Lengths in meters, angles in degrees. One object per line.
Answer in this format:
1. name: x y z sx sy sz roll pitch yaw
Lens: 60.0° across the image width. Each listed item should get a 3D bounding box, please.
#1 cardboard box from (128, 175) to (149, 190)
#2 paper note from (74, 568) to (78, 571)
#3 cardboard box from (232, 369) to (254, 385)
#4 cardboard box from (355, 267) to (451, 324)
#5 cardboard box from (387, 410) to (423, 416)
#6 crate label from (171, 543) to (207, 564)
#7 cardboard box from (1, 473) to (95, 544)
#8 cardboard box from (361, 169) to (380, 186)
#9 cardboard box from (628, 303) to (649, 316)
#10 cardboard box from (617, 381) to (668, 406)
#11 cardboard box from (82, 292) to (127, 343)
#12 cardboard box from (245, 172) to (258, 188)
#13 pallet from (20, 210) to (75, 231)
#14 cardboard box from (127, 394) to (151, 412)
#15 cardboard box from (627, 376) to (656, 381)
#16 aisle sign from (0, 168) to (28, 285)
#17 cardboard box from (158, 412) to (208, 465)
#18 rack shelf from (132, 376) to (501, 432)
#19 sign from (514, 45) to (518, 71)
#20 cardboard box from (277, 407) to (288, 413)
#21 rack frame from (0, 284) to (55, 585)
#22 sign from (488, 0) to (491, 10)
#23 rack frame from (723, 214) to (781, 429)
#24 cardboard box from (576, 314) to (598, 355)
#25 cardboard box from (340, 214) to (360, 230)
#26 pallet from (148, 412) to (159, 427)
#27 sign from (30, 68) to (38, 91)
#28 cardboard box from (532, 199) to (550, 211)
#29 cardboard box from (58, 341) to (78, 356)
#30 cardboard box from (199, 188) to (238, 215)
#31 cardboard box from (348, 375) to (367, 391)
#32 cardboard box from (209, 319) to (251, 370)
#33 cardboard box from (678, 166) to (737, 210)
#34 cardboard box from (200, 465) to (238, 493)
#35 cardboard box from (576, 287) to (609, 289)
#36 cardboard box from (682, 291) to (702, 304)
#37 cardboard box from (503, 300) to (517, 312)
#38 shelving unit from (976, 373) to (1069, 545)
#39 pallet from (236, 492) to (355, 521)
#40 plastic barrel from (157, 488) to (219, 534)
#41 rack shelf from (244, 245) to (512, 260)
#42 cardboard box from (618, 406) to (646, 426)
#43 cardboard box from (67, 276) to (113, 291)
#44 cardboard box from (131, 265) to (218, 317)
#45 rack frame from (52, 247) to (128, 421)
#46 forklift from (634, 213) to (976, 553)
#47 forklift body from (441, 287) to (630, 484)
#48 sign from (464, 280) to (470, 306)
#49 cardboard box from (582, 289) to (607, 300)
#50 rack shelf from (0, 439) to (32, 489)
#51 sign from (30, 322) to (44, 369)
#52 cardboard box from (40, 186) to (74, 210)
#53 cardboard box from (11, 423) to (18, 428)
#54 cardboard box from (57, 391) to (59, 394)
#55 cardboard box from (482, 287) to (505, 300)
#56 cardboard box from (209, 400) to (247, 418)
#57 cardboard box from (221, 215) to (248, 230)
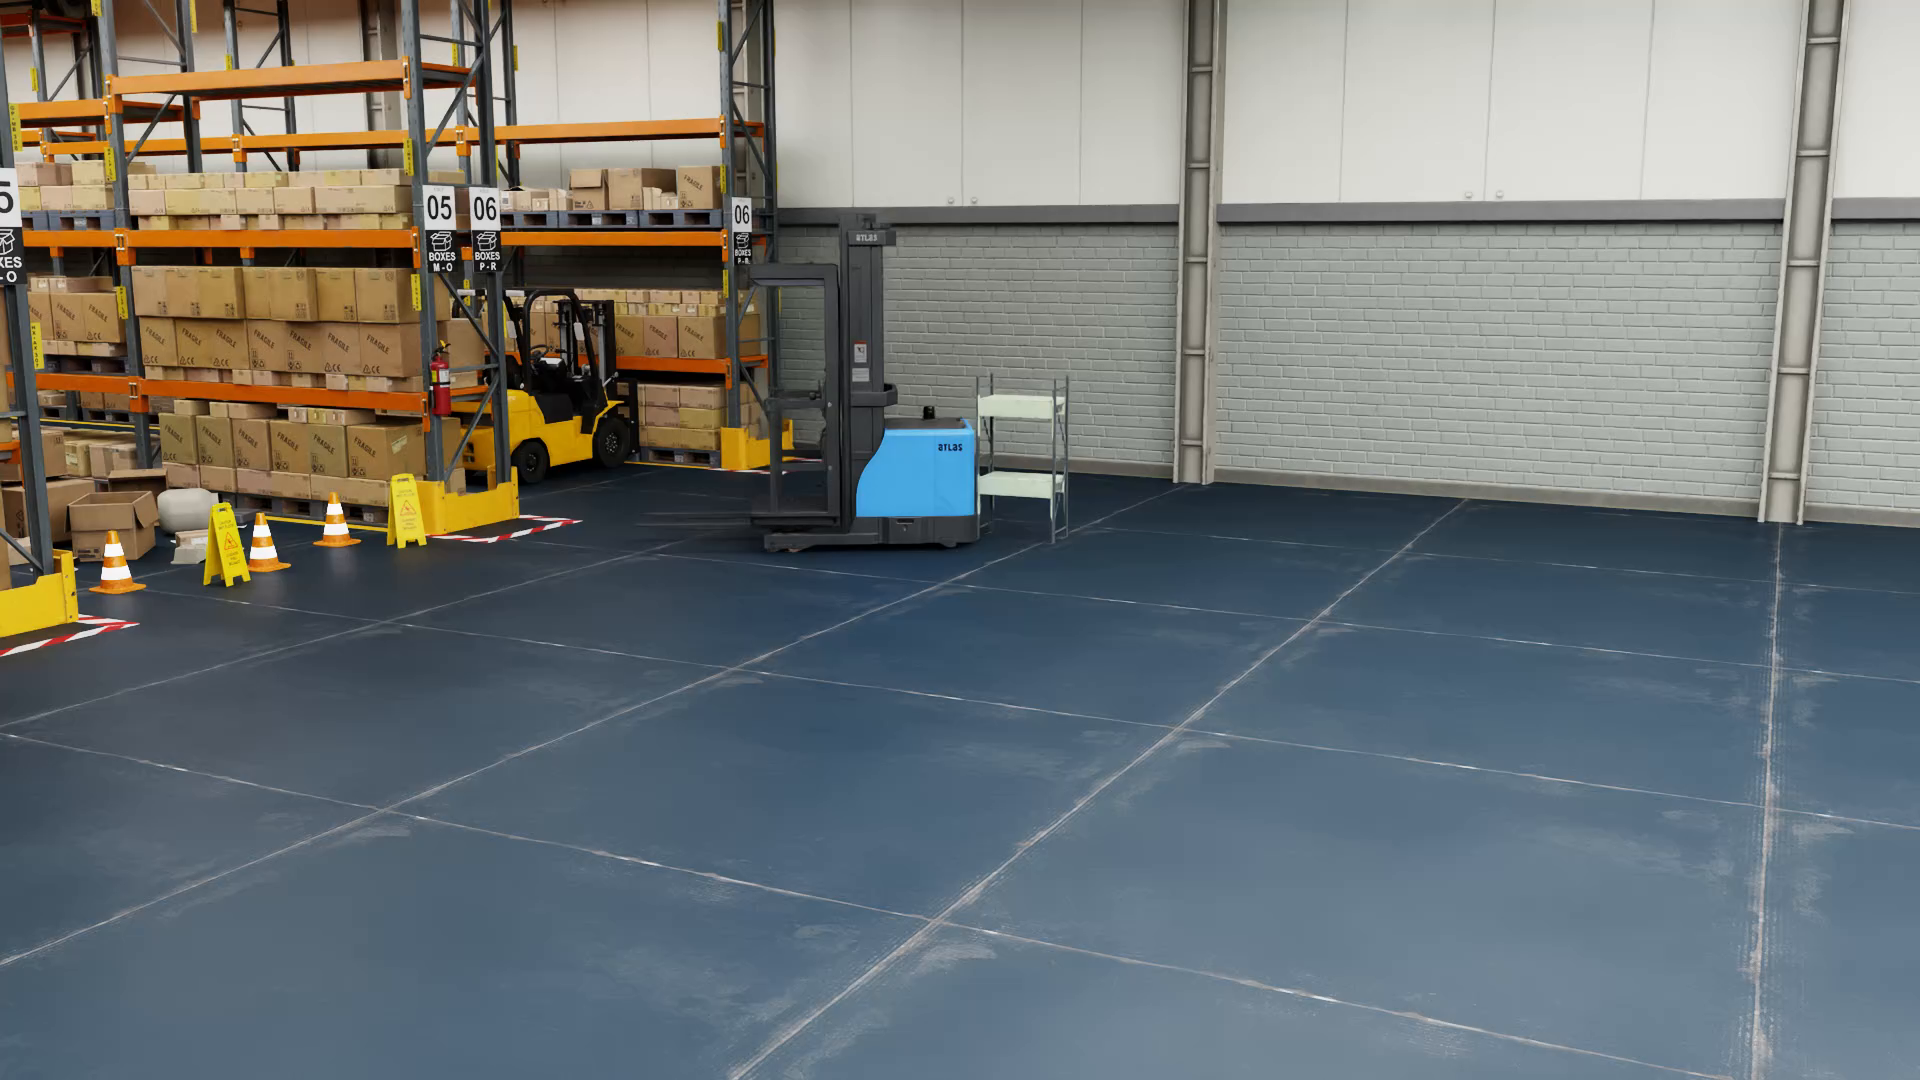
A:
1. cardboard box: -8.141 -3.601 16.771 0.250 0.149 0.380 5 11 25
2. paper note: -7.409 0.250 13.785 0.144 0.017 0.142 -10 14 -43
3. cardboard box: -6.995 -1.632 16.548 0.250 0.149 0.380 5 11 26
4. cardboard box: -5.247 -2.311 15.675 0.500 0.500 0.700 5 11 24
5. cardboard box: -7.251 -1.867 22.629 0.625 0.625 0.875 5 11 25
6. crate label: -6.567 0.114 14.234 0.298 0.136 0.250 -1 10 -4
7. cardboard box: -8.230 -0.263 14.911 0.503 0.637 0.797 5 11 26
8. cardboard box: -5.340 -3.369 15.487 0.250 0.149 0.380 5 12 27
9. cardboard box: -3.859 -2.843 20.433 0.250 0.149 0.380 5 11 24
10. cardboard box: -3.967 -1.821 20.624 0.500 0.250 0.500 5 11 27
11. cardboard box: -8.795 -2.336 17.437 0.500 0.500 0.500 5 11 25
12. cardboard box: -6.710 -3.492 16.167 0.250 0.149 0.380 5 12 27
13. pallet: -9.717 -3.464 18.073 1.003 0.211 1.213 5 11 26
14. cardboard box: -11.999 -2.179 24.708 0.500 0.500 0.500 5 11 24
15. cardboard box: -4.196 -1.947 21.317 0.500 0.250 0.500 5 11 25
16. aisle sign: -6.595 -2.141 11.360 0.004 0.787 0.394 5 11 26
17. cardboard box: -7.869 -1.067 17.157 0.500 0.500 0.500 6 12 29
18. rack shelf: -6.485 -1.422 16.705 4.000 0.370 1.077 5 11 26
19. sign: -5.819 -6.303 21.741 0.005 0.325 0.100 5 11 26
20. cardboard box: -7.173 -1.113 17.412 0.500 0.500 0.500 5 12 27
21. rack frame: -6.792 -0.820 11.358 0.127 3.000 1.000 5 11 26
22. sign: -4.452 -5.156 15.624 0.005 0.325 0.100 5 11 26
23. rack frame: -2.499 -2.412 20.152 0.127 3.000 1.000 5 11 26
24. cardboard box: -4.433 -2.578 20.791 0.500 0.500 0.500 5 11 26
25. cardboard box: -5.597 -2.995 15.659 0.250 0.149 0.380 5 12 28
26. pallet: -11.416 -1.831 24.774 1.213 0.211 1.003 5 11 26
27. sign: -13.517 -6.723 24.281 0.005 0.325 0.100 5 11 26
28. cardboard box: -5.129 -4.191 20.804 0.250 0.149 0.380 5 12 28
29. cardboard box: -9.338 -2.051 17.688 0.250 0.149 0.380 5 11 25
30. cardboard box: -7.096 -3.323 16.352 0.500 0.250 0.500 5 11 26
31. cardboard box: -5.619 -1.516 15.909 0.250 0.149 0.380 5 11 25
32. cardboard box: -7.103 -1.973 16.610 0.500 0.500 0.500 5 11 25
33. cardboard box: -3.004 -4.189 19.807 0.500 0.500 0.500 5 12 28
34. cardboard box: -7.386 -0.657 17.001 0.500 0.250 0.500 6 12 29
35. cardboard box: -4.740 -3.186 21.494 0.250 0.149 0.380 5 11 25
36. cardboard box: -3.148 -2.935 20.109 0.250 0.149 0.380 5 11 26
37. cardboard box: -5.684 -3.008 21.344 0.250 0.149 0.380 5 12 27
38. shelving unit: 0.568 -0.750 15.182 0.755 1.500 0.431 4 11 21
39. pallet: -6.563 -0.418 16.969 1.213 0.211 1.003 5 11 26
40. plastic barrel: -7.214 -0.272 15.563 0.512 0.421 0.421 -4 11 -23
41. rack shelf: -7.880 -4.006 22.561 4.000 0.370 1.077 5 11 26
42. cardboard box: -3.991 -1.578 20.685 0.500 0.250 0.500 5 11 25
43. cardboard box: -9.564 -2.818 18.280 0.250 0.149 0.380 6 12 29
44. cardboard box: -7.980 -2.552 17.004 0.500 0.500 0.700 5 11 25
45. rack frame: -13.260 -3.357 25.377 0.127 3.000 1.000 5 11 26
46. forklift: -1.395 -1.428 14.910 3.031 2.935 1.130 -1 10 -3
47. forklift body: -5.007 -1.852 19.443 1.214 2.155 2.313 5 11 26
48. sign: -6.317 -3.170 21.314 0.005 0.325 0.100 5 11 26
49. cardboard box: -4.510 -3.063 20.816 0.250 0.149 0.380 5 11 26
50. rack shelf: -8.585 -0.624 12.293 4.000 0.370 1.077 5 11 26
51. sign: -6.541 -1.373 11.761 0.005 0.325 0.100 5 11 26
52. cardboard box: -9.319 -3.606 17.572 0.500 0.250 0.500 5 11 27
53. cardboard box: -11.364 -1.116 19.195 0.625 0.372 0.950 4 11 22
54. cardboard box: -14.137 -2.285 26.278 0.250 0.149 0.380 5 11 25
55. cardboard box: -5.932 -3.169 21.400 0.250 0.149 0.380 5 12 27
56. cardboard box: -7.322 -1.326 16.770 0.250 0.149 0.380 6 12 28
57. cardboard box: -6.991 -3.107 16.276 0.250 0.149 0.380 5 11 25
